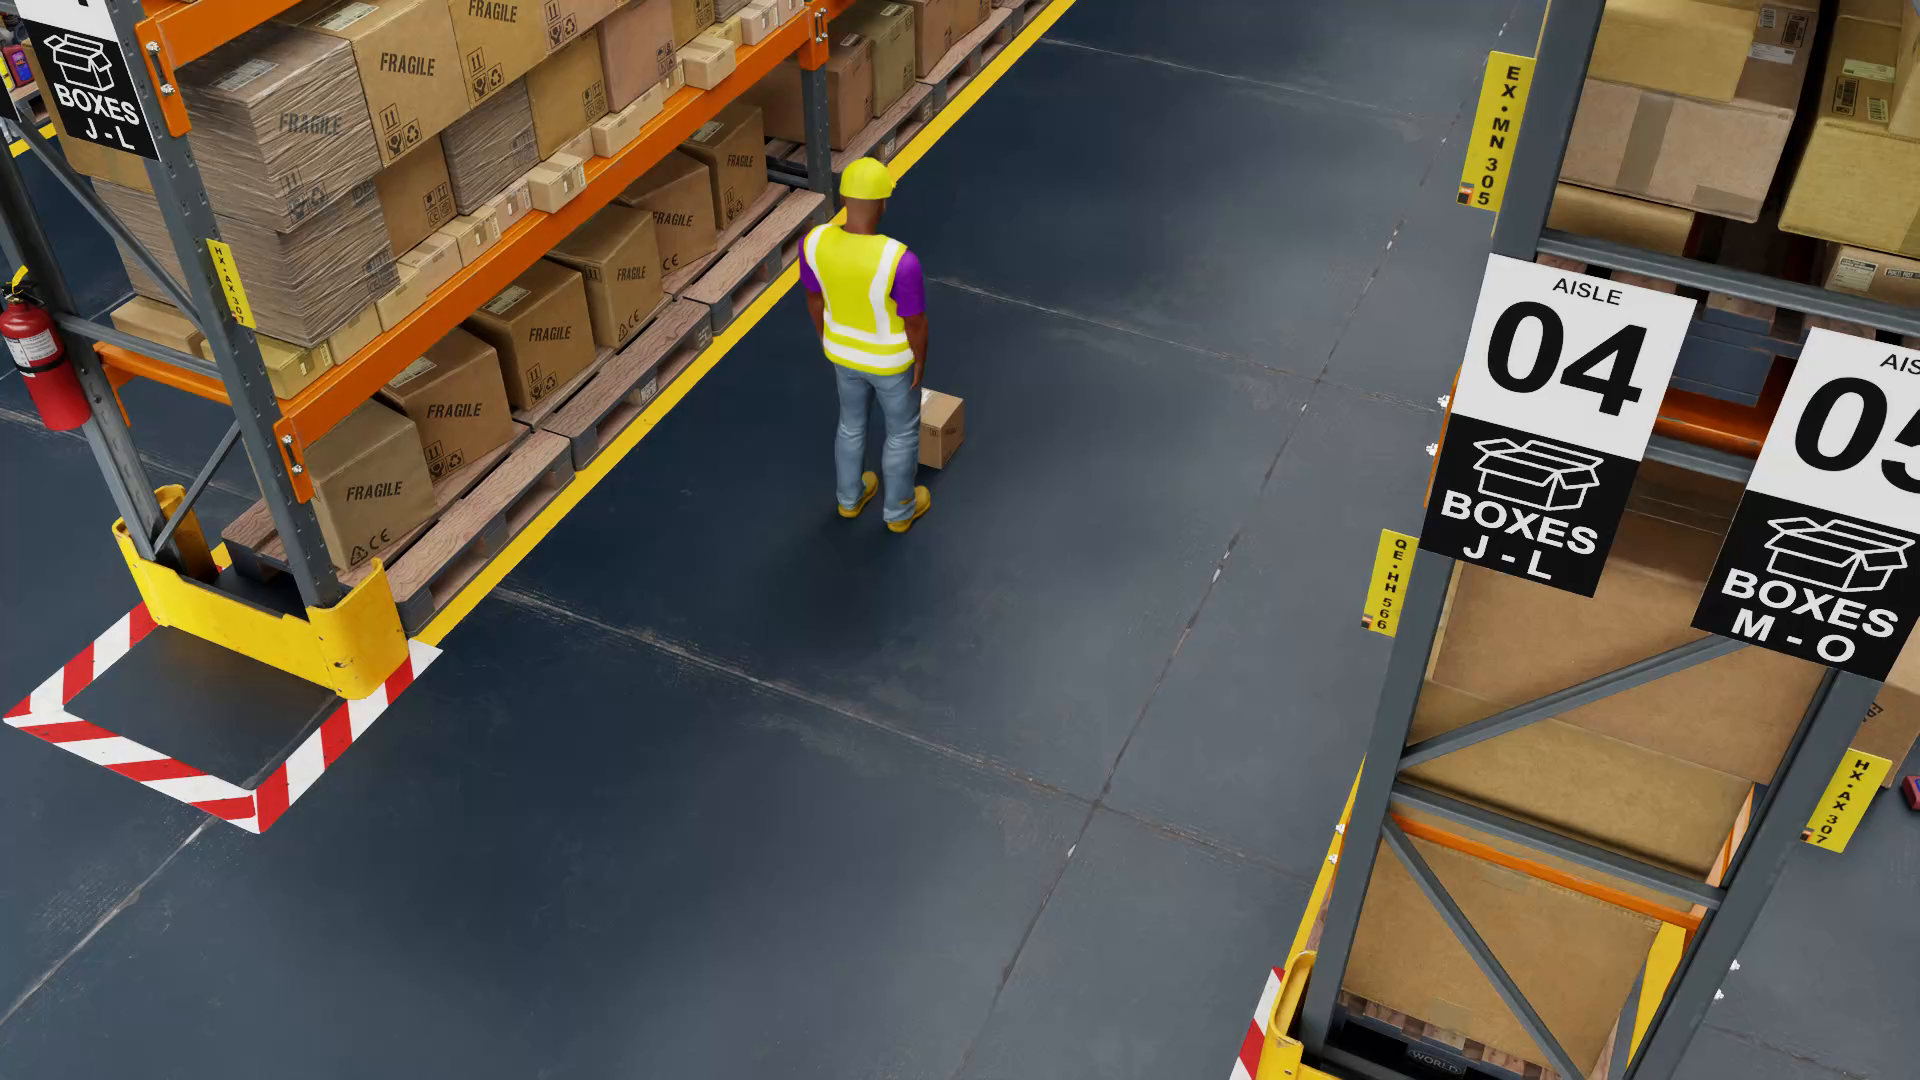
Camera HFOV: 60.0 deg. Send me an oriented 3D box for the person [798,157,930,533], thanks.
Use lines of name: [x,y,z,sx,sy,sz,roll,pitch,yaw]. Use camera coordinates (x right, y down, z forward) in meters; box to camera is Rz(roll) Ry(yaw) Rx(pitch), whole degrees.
person: [-0.377,-0.810,7.063,0.575,1.748,0.390,18,45,19]
